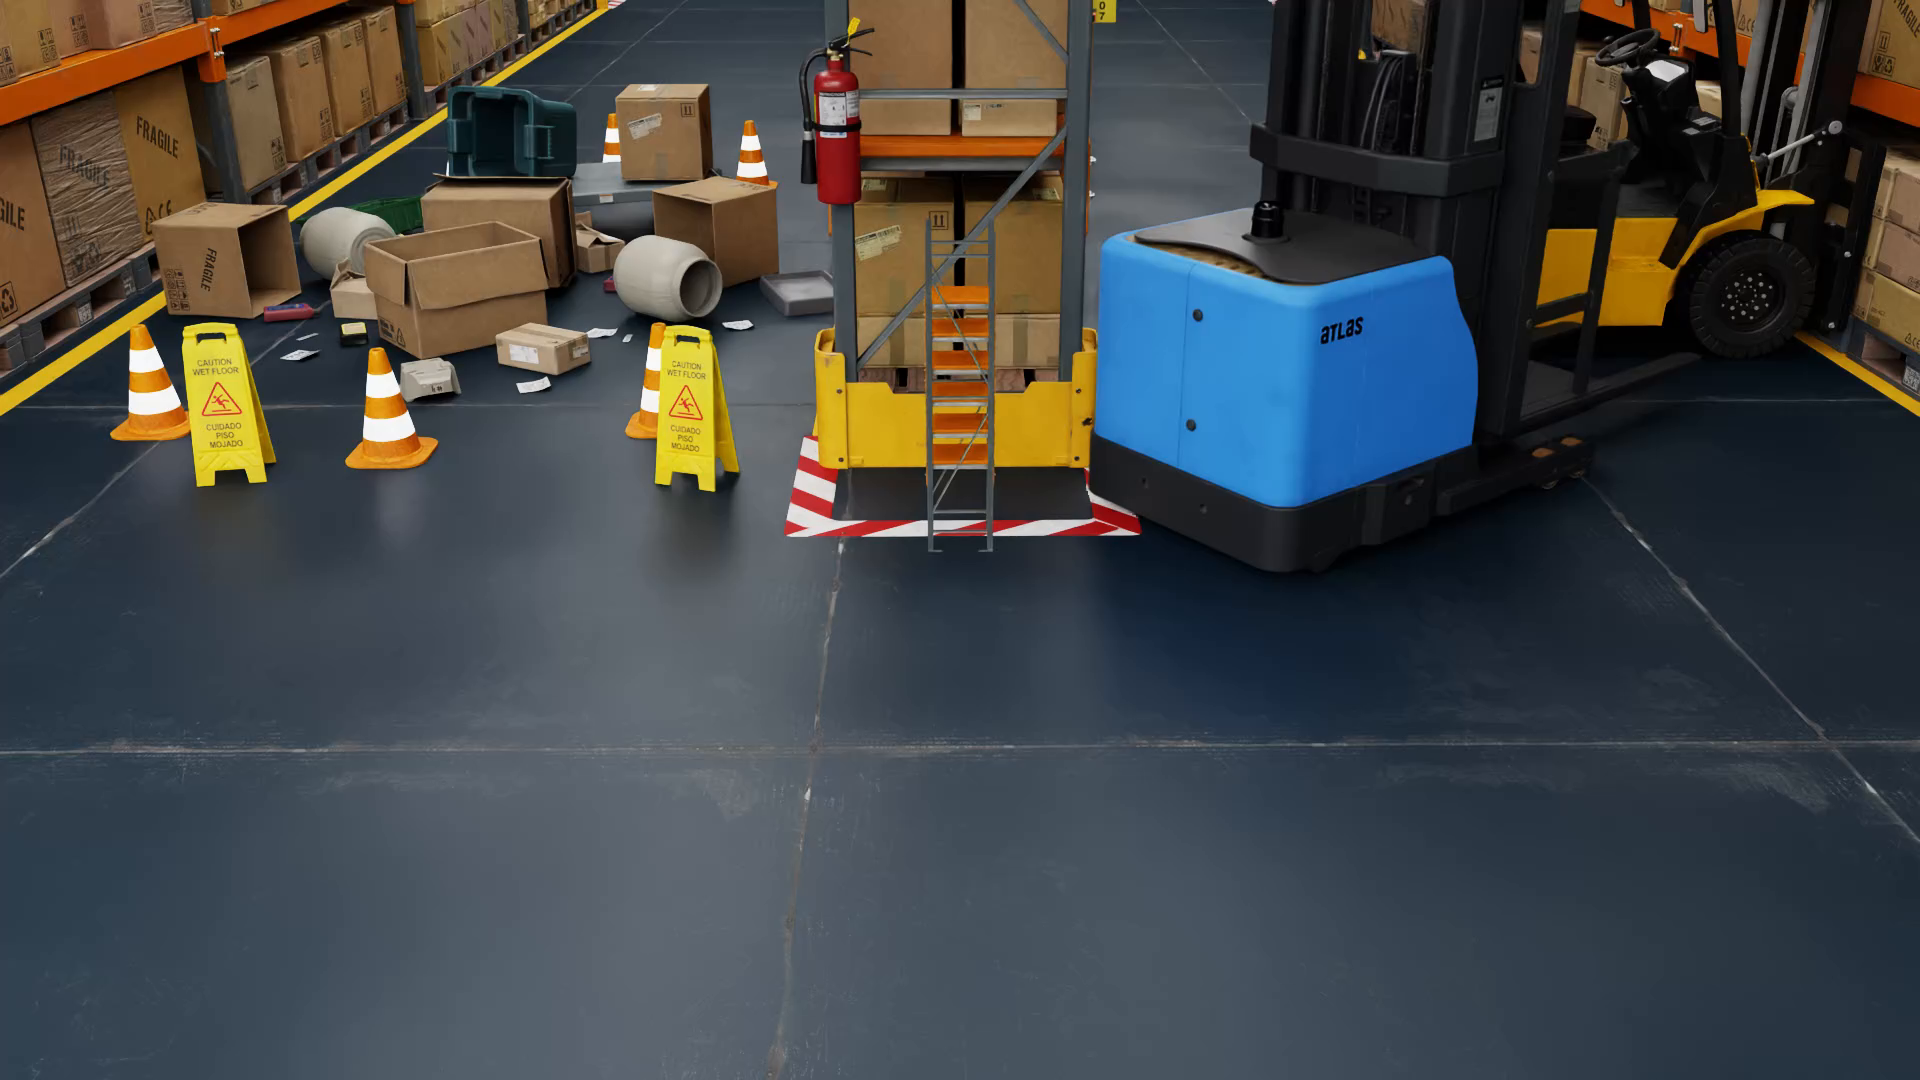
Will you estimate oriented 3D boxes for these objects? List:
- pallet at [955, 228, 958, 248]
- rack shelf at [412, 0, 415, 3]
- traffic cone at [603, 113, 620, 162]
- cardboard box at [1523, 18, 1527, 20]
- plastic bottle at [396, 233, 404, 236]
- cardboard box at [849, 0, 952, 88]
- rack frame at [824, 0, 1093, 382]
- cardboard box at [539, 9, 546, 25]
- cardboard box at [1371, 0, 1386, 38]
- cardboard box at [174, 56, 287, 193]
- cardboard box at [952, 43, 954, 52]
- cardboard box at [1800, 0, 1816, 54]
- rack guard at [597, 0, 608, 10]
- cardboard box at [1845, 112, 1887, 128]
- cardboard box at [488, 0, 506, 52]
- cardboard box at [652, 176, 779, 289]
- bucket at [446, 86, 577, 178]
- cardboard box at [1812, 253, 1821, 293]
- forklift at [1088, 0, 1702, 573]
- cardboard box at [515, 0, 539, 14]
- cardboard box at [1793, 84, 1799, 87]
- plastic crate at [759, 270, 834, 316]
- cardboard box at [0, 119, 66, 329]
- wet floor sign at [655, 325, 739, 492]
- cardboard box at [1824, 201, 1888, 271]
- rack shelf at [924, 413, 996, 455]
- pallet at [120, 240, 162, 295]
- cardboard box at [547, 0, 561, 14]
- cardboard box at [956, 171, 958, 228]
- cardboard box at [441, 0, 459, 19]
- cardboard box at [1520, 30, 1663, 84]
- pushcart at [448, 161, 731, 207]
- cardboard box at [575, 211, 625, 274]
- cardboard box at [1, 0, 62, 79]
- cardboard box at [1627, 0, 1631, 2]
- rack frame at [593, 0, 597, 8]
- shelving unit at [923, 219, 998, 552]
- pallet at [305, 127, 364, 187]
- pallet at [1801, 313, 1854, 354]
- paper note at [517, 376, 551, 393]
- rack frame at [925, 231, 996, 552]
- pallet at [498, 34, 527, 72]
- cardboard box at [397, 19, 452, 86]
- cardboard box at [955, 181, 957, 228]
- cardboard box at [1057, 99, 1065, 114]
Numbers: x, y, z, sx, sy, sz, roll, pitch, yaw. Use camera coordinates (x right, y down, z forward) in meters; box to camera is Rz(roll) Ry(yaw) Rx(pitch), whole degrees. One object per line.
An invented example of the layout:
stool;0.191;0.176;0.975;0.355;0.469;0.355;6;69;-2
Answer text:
pallet;-0.007;-1.806;9.986;1.003;0.211;1.213;0;24;-1
rack shelf;-5.063;-5.434;15.497;1.077;0.370;4.000;0;24;-1
traffic cone;-2.466;-2.817;11.916;0.336;0.463;0.334;0;24;-1
cardboard box;5.160;-4.455;14.983;0.500;0.500;0.500;0;24;0
plastic bottle;-3.486;-1.843;10.251;0.133;0.061;0.283;-14;28;-28
cardboard box;-0.287;-2.108;6.789;0.500;0.500;0.500;-1;24;-1
rack frame;-0.006;-1.705;6.379;1.000;3.000;0.127;0;24;-1
cardboard box;-4.771;-5.739;18.249;0.380;0.149;0.250;0;24;1
cardboard box;4.607;-5.525;17.350;0.500;0.500;0.500;1;24;2
cardboard box;-5.095;-2.711;10.824;1.050;0.750;0.750;0;24;-1
cardboard box;-0.221;-2.373;8.162;0.380;0.149;0.250;0;24;-1
cardboard box;4.687;-2.815;8.713;0.500;0.500;0.500;0;24;-1
rack guard;-5.128;-7.063;21.261;1.175;0.500;0.348;0;24;-1
cardboard box;4.618;-2.154;8.987;0.500;0.250;0.500;1;24;1
cardboard box;-4.820;-5.123;16.460;0.500;0.500;0.500;-1;24;-2
cardboard box;-1.398;-1.767;9.548;0.500;0.500;0.500;19;30;35
bucket;-2.691;-2.444;10.142;0.726;0.611;0.620;8;16;18
cardboard box;4.616;-1.484;8.719;0.500;0.250;0.500;1;24;1
forklift;1.976;-1.693;6.436;3.031;2.935;1.130;-18;30;-34
cardboard box;-4.769;-5.764;17.944;0.380;0.149;0.250;1;24;2
cardboard box;5.113;-2.569;9.904;0.500;0.250;0.500;0;24;0
plastic crate;-0.852;-1.372;9.186;0.402;0.080;0.583;-9;26;-19
cardboard box;-5.040;-1.506;8.008;0.875;0.875;0.875;-1;24;-1
wet floor sign;-1.074;-0.549;6.680;0.267;0.644;0.232;8;26;18
cardboard box;4.618;-1.513;8.176;0.500;0.250;0.500;-1;24;-2
rack shelf;0.000;-0.391;6.057;0.258;0.103;0.180;0;24;-1
pallet;-5.068;-1.705;9.763;1.003;0.211;1.213;0;24;-1
cardboard box;-4.823;-6.164;19.188;0.380;0.149;0.250;-1;24;-2
cardboard box;0.239;-1.971;8.884;0.500;0.500;0.500;1;24;2
cardboard box;-4.813;-4.826;14.893;0.500;0.250;0.500;-1;24;-1
cardboard box;4.878;-3.608;12.960;0.875;0.625;0.625;1;24;1
pushcart;-2.329;-2.127;10.496;1.648;0.377;0.936;-9;26;-19
cardboard box;-2.187;-1.762;9.823;0.258;0.266;0.396;-19;31;-36
cardboard box;-4.959;-2.538;8.039;0.875;0.550;0.500;0;24;-1
cardboard box;4.636;-3.722;11.022;0.500;0.250;0.500;0;24;-1
rack frame;-5.129;-8.234;20.815;1.000;3.000;0.127;0;24;-1
shelving unit;0.000;-0.541;5.989;0.258;1.200;0.189;0;24;-1
pallet;-5.098;-2.840;12.273;1.003;0.211;1.213;0;24;-1
pallet;4.897;-1.274;8.811;1.003;0.211;1.213;0;24;-1
paper note;-2.006;-0.732;7.832;0.148;0.019;0.142;-9;26;-19
rack frame;0.001;-0.503;5.906;0.240;1.200;0.006;0;24;-1
pallet;-5.075;-4.994;17.036;1.003;0.211;1.213;0;24;-1
cardboard box;-4.794;-4.282;14.602;0.500;0.500;0.500;-1;24;-3
cardboard box;0.226;-2.049;9.967;0.500;0.250;0.500;1;24;2
cardboard box;0.259;-1.945;7.215;0.380;0.149;0.250;-1;24;-2
